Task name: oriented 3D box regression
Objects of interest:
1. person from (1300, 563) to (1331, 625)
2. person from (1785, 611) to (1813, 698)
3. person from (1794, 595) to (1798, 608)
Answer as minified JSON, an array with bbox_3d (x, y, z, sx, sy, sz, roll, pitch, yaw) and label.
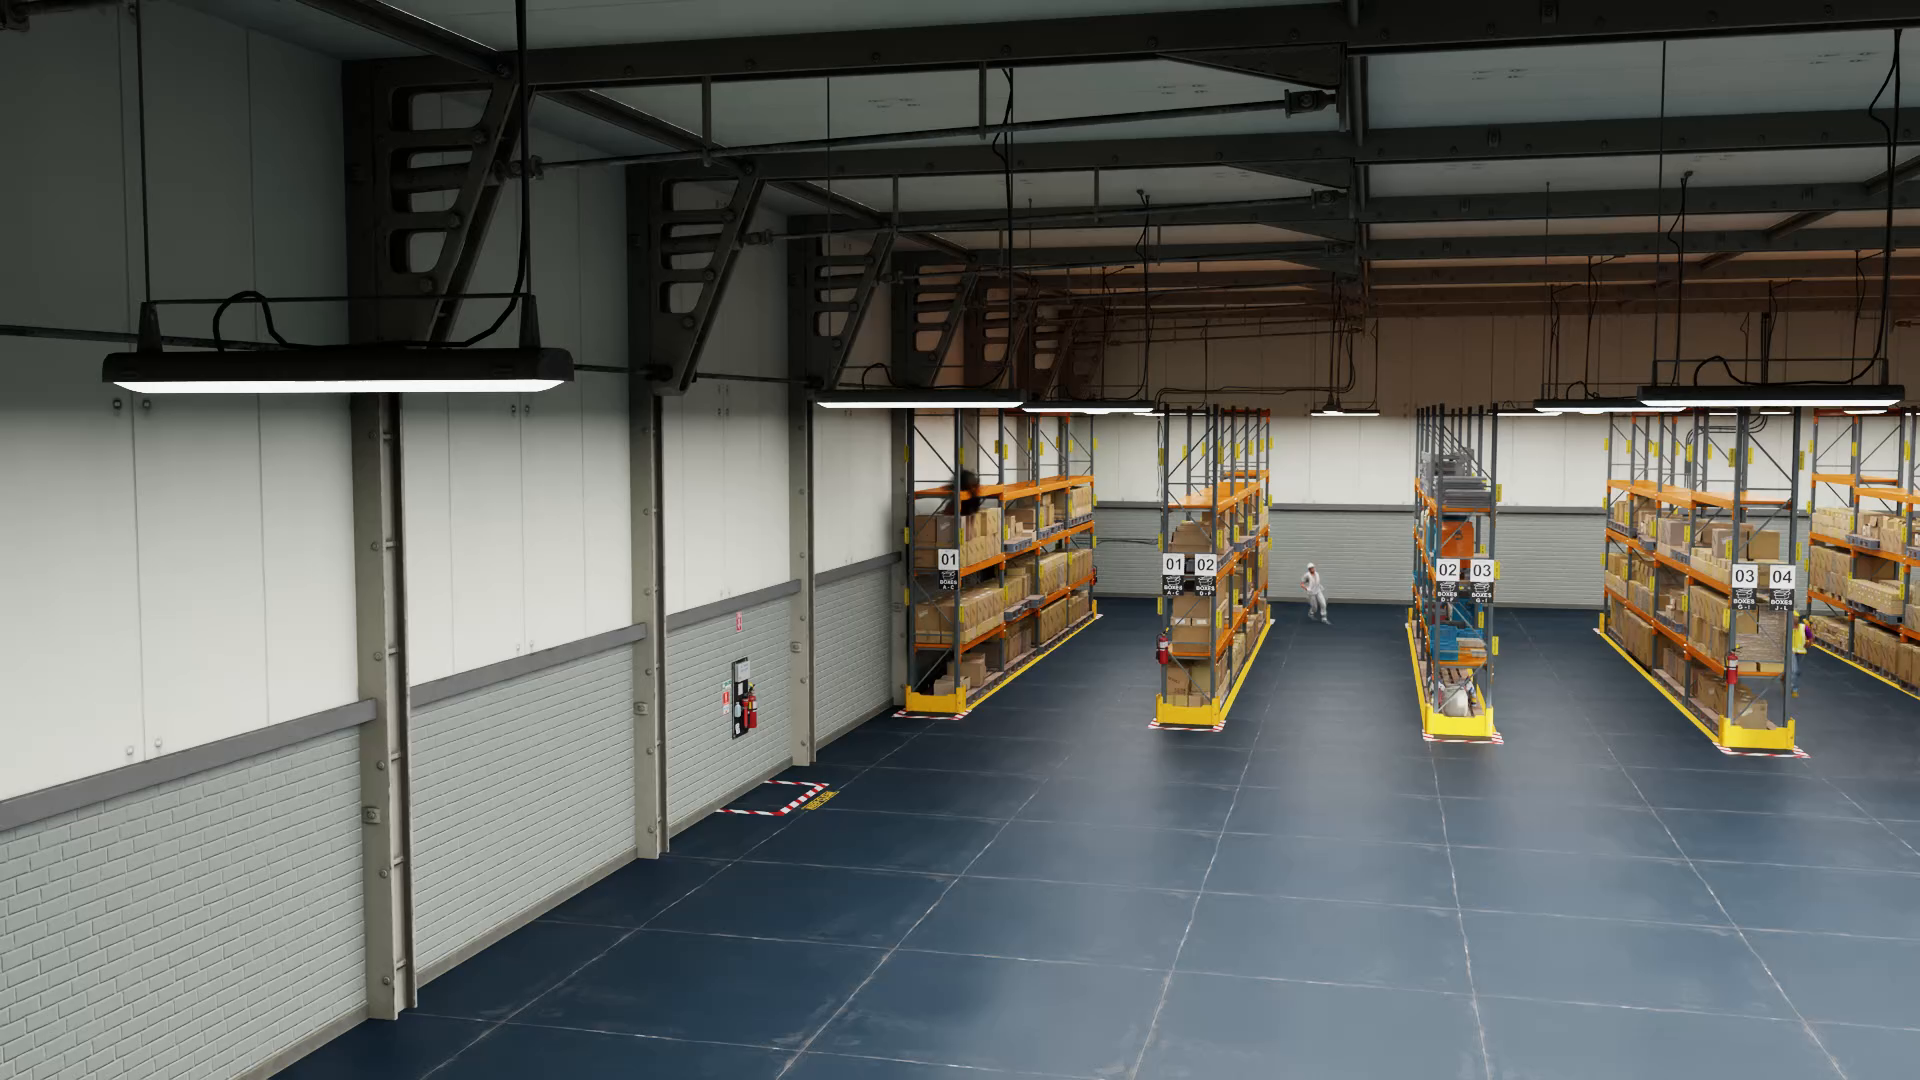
[{"bbox_3d":[9.846,1.498,46.494,0.758,1.727,0.843,-2,4,-22],"label":"person"},{"bbox_3d":[17.271,2.347,34.404,0.689,1.768,0.852,1,4,14],"label":"person"},{"bbox_3d":[20.117,1.876,40.662,0.644,1.734,0.904,1,4,16],"label":"person"}]
